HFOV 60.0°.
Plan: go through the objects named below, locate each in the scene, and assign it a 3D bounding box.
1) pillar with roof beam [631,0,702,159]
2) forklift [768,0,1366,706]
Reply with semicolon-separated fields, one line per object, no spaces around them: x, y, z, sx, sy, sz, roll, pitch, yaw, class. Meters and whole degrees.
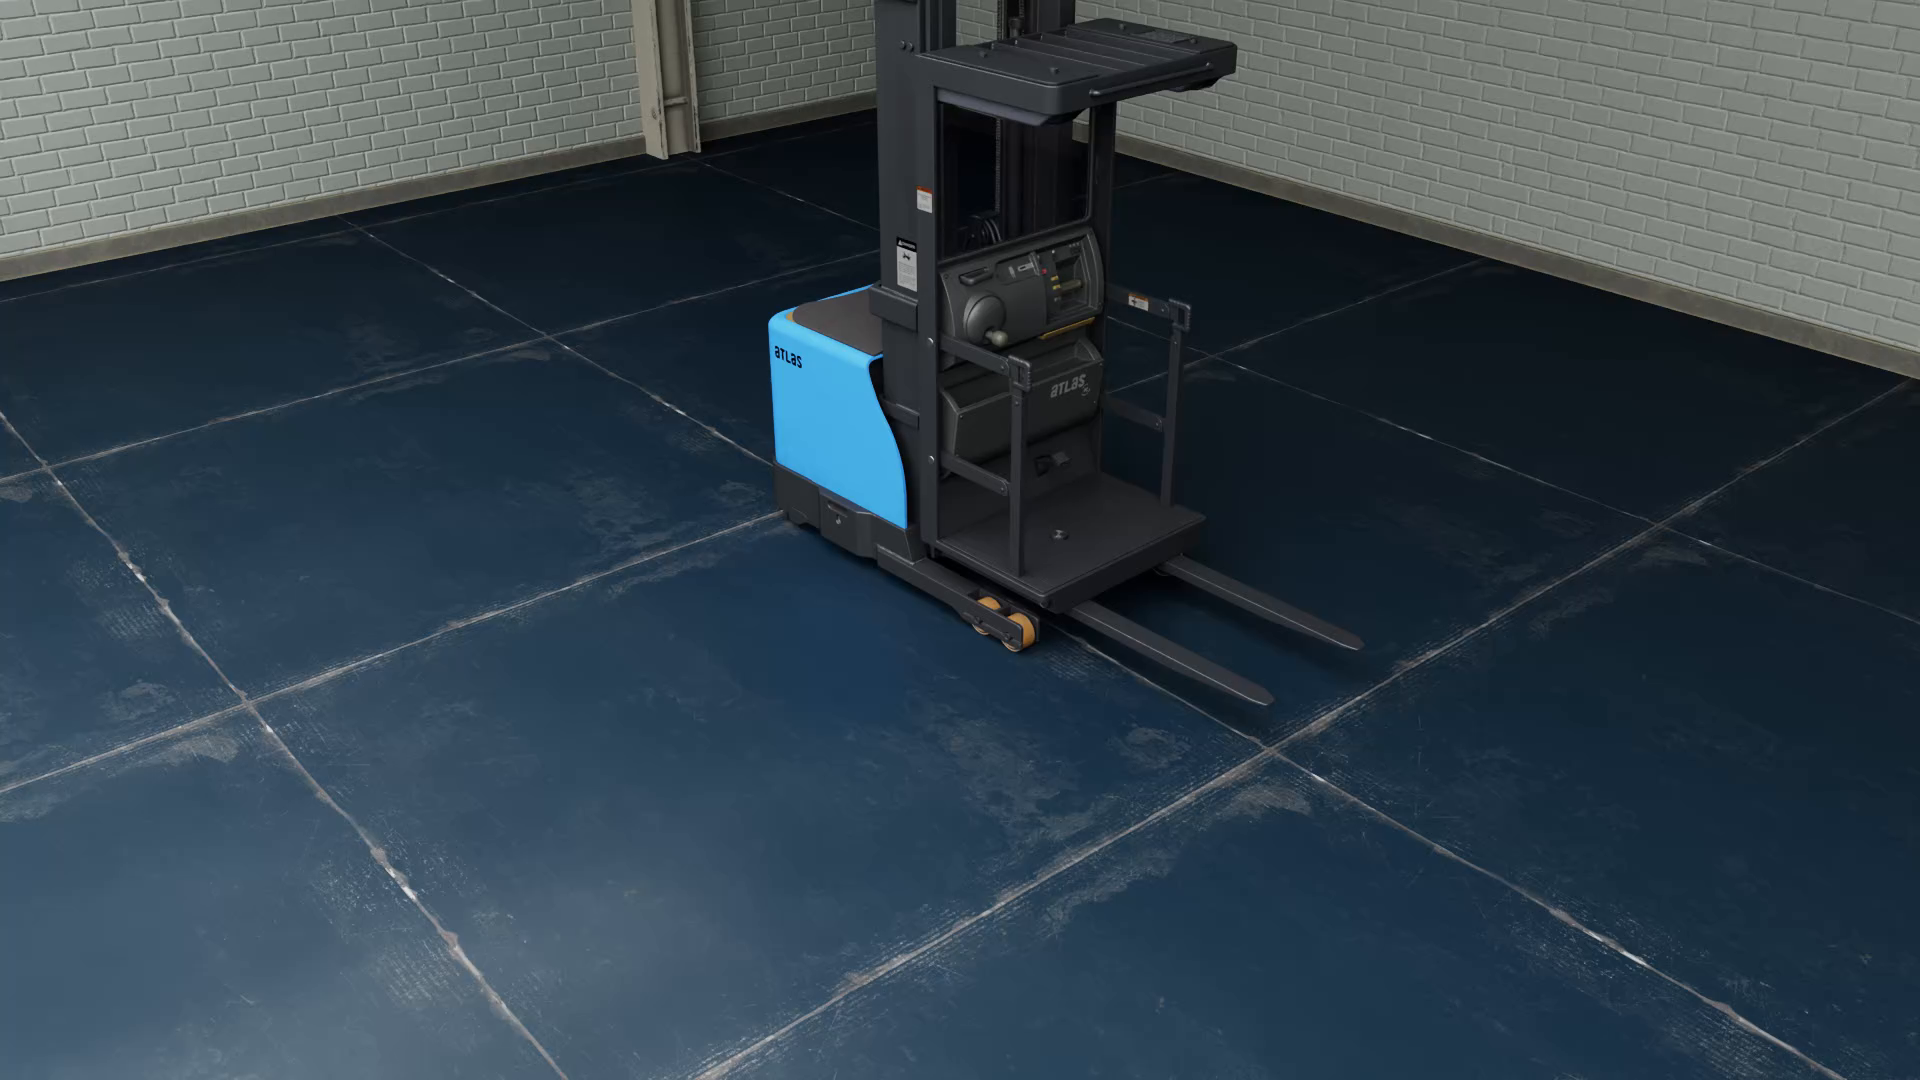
0.270;-5.841;9.633;0.400;9.000;9.100;-22;35;-35;pillar with roof beam
0.427;-1.074;7.150;1.130;2.935;3.031;-24;36;-37;forklift
